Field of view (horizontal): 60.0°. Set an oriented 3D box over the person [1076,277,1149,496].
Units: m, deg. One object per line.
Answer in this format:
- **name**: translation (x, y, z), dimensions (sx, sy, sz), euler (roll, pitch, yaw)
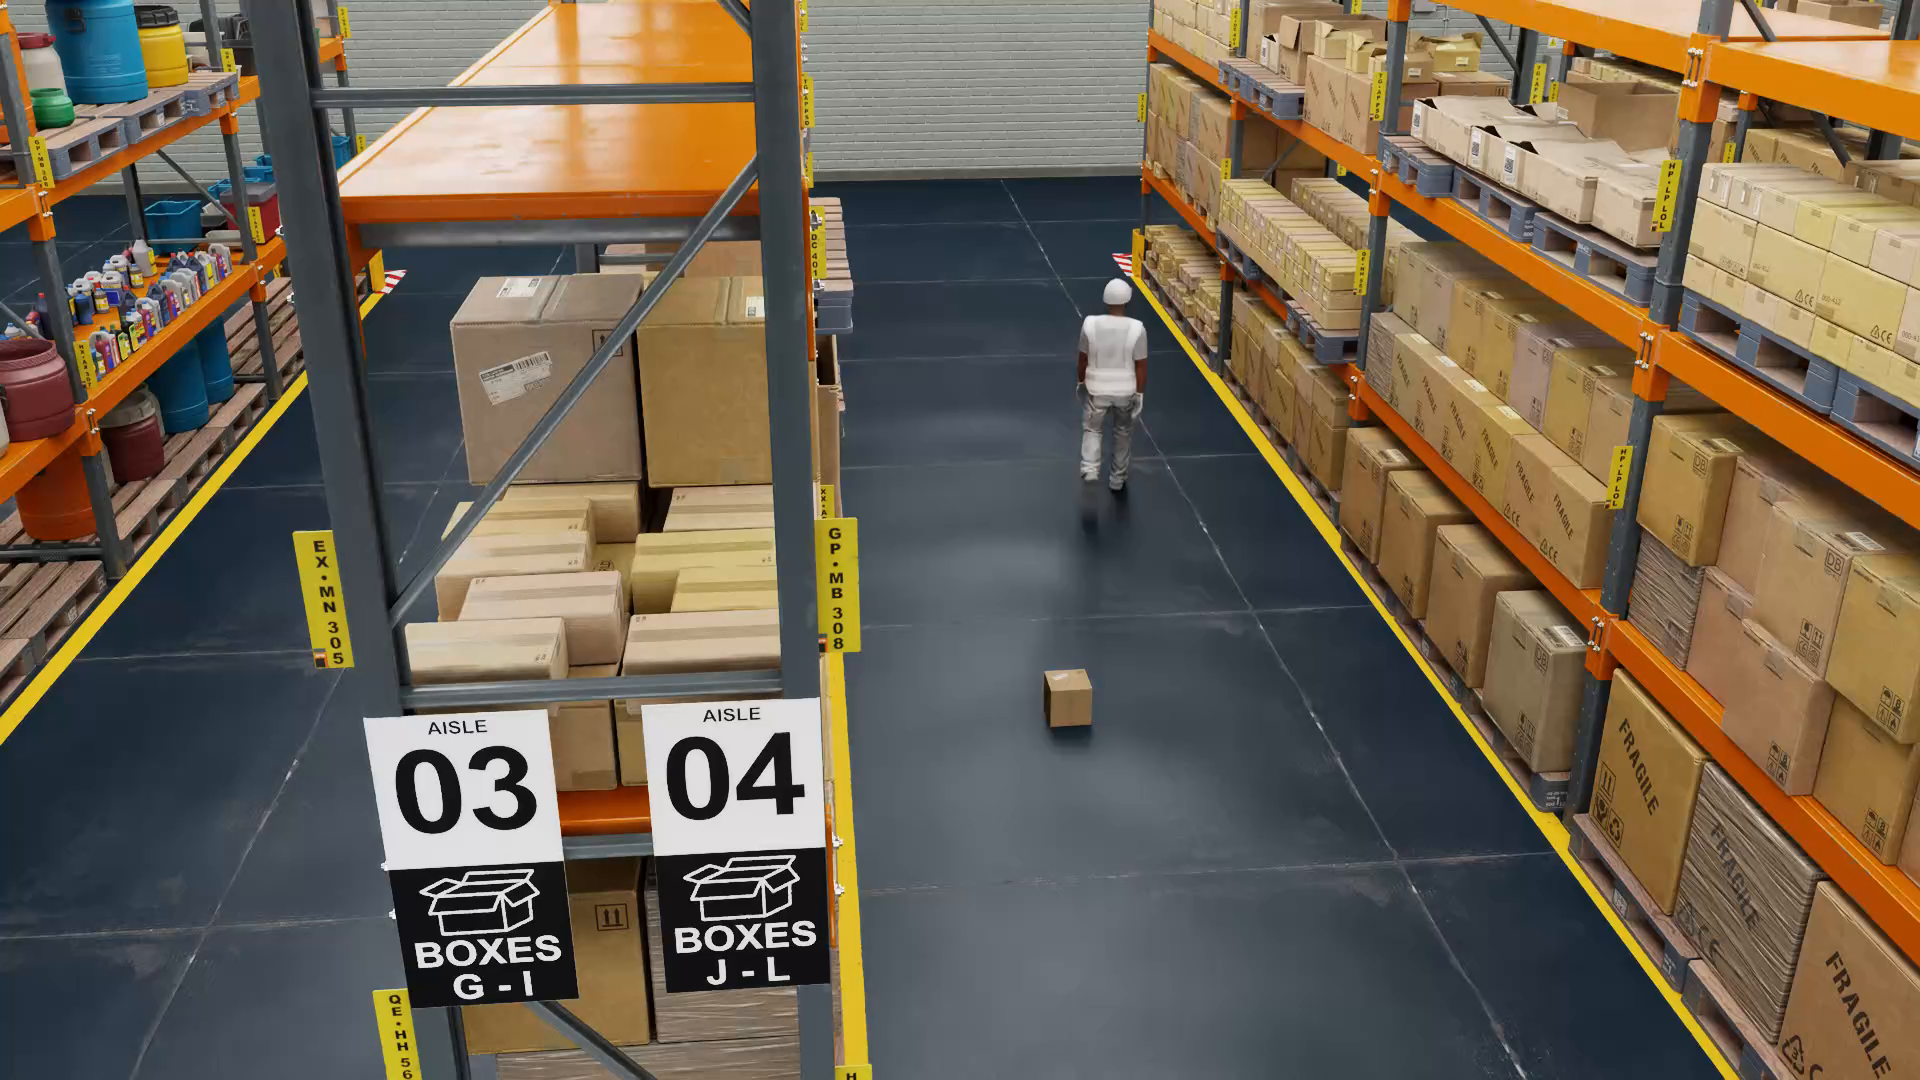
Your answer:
- **person**: translation (1.180, -1.181, 12.977), dimensions (0.559, 1.765, 0.779), euler (4, 24, 8)
